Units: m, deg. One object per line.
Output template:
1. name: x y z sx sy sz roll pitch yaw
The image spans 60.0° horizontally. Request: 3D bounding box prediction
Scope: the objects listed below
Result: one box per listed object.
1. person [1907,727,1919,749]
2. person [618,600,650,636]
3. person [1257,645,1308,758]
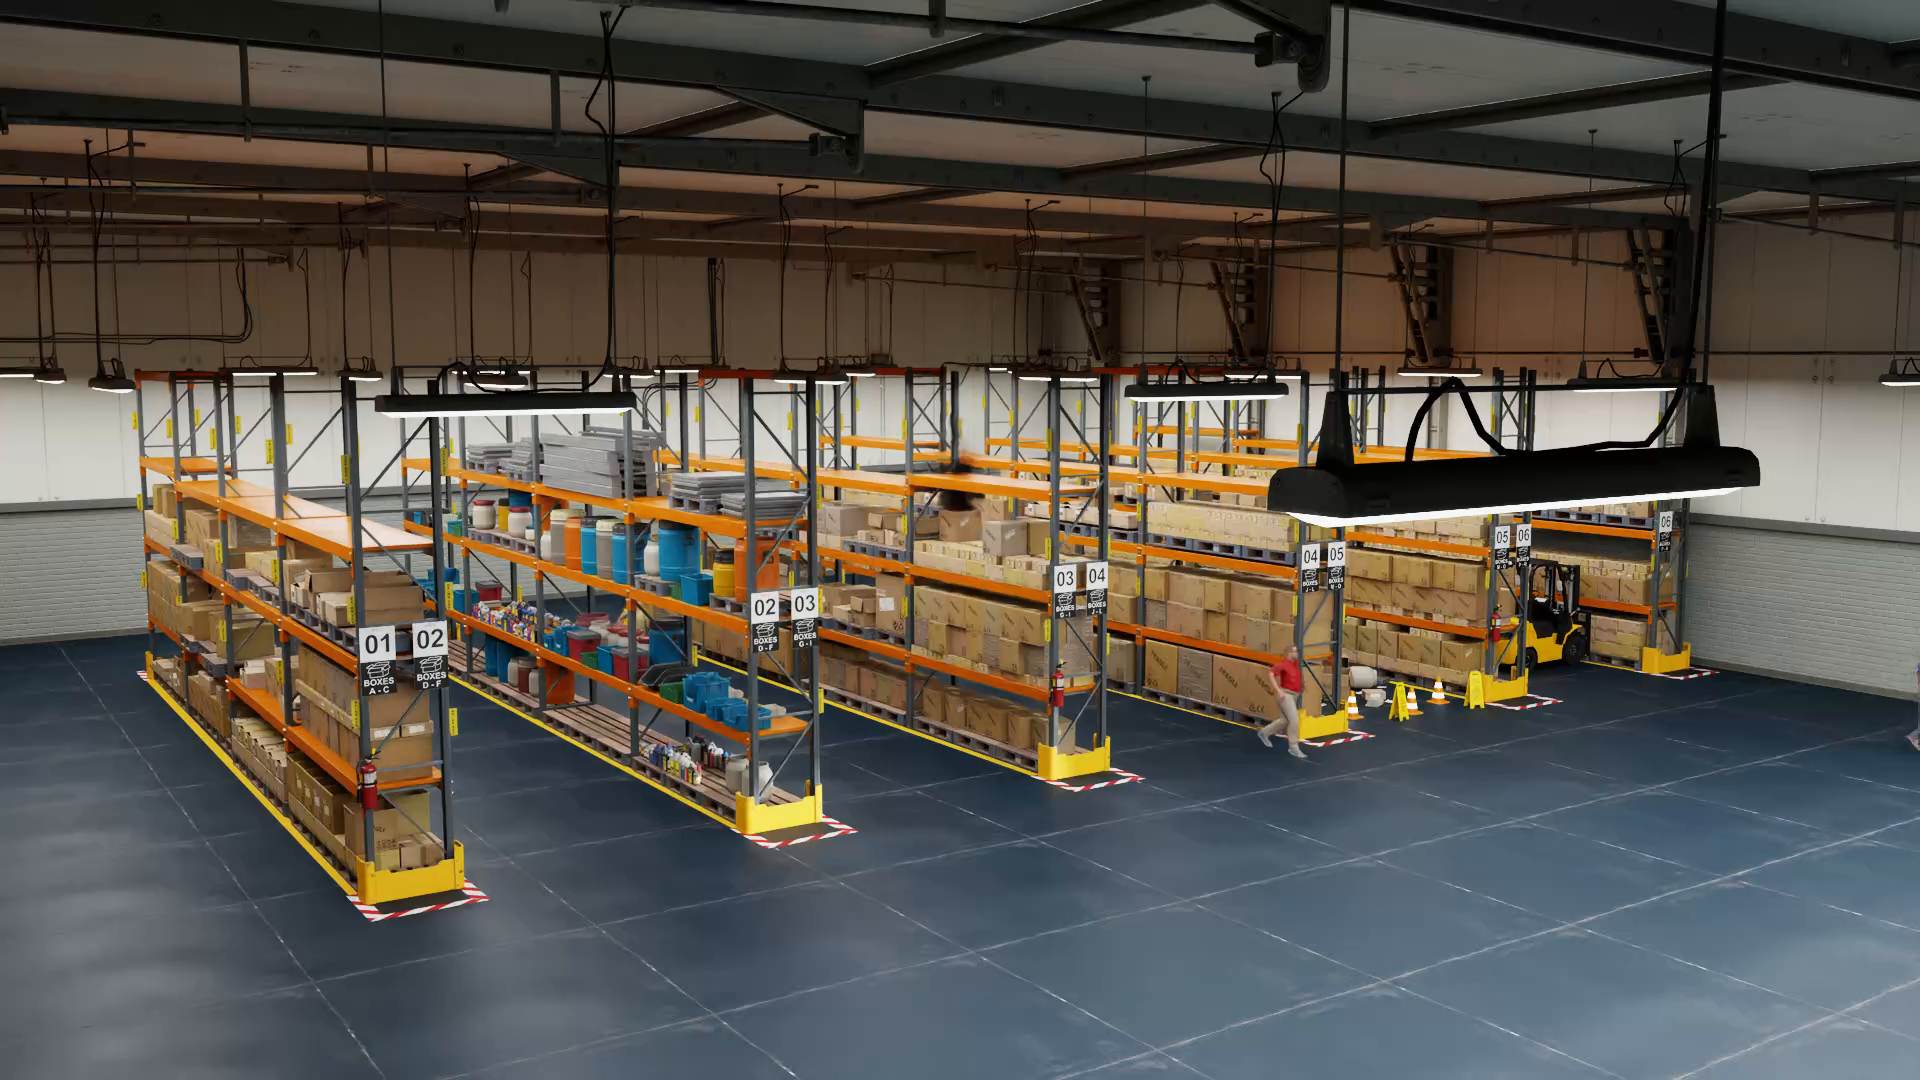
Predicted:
1. person: 15.458 2.540 26.184 0.900 1.655 0.604 3 7 27
2. person: -6.170 1.905 31.765 0.554 1.710 0.840 -6 9 -41
3. person: 5.164 2.534 26.357 0.905 1.749 0.693 4 8 33
